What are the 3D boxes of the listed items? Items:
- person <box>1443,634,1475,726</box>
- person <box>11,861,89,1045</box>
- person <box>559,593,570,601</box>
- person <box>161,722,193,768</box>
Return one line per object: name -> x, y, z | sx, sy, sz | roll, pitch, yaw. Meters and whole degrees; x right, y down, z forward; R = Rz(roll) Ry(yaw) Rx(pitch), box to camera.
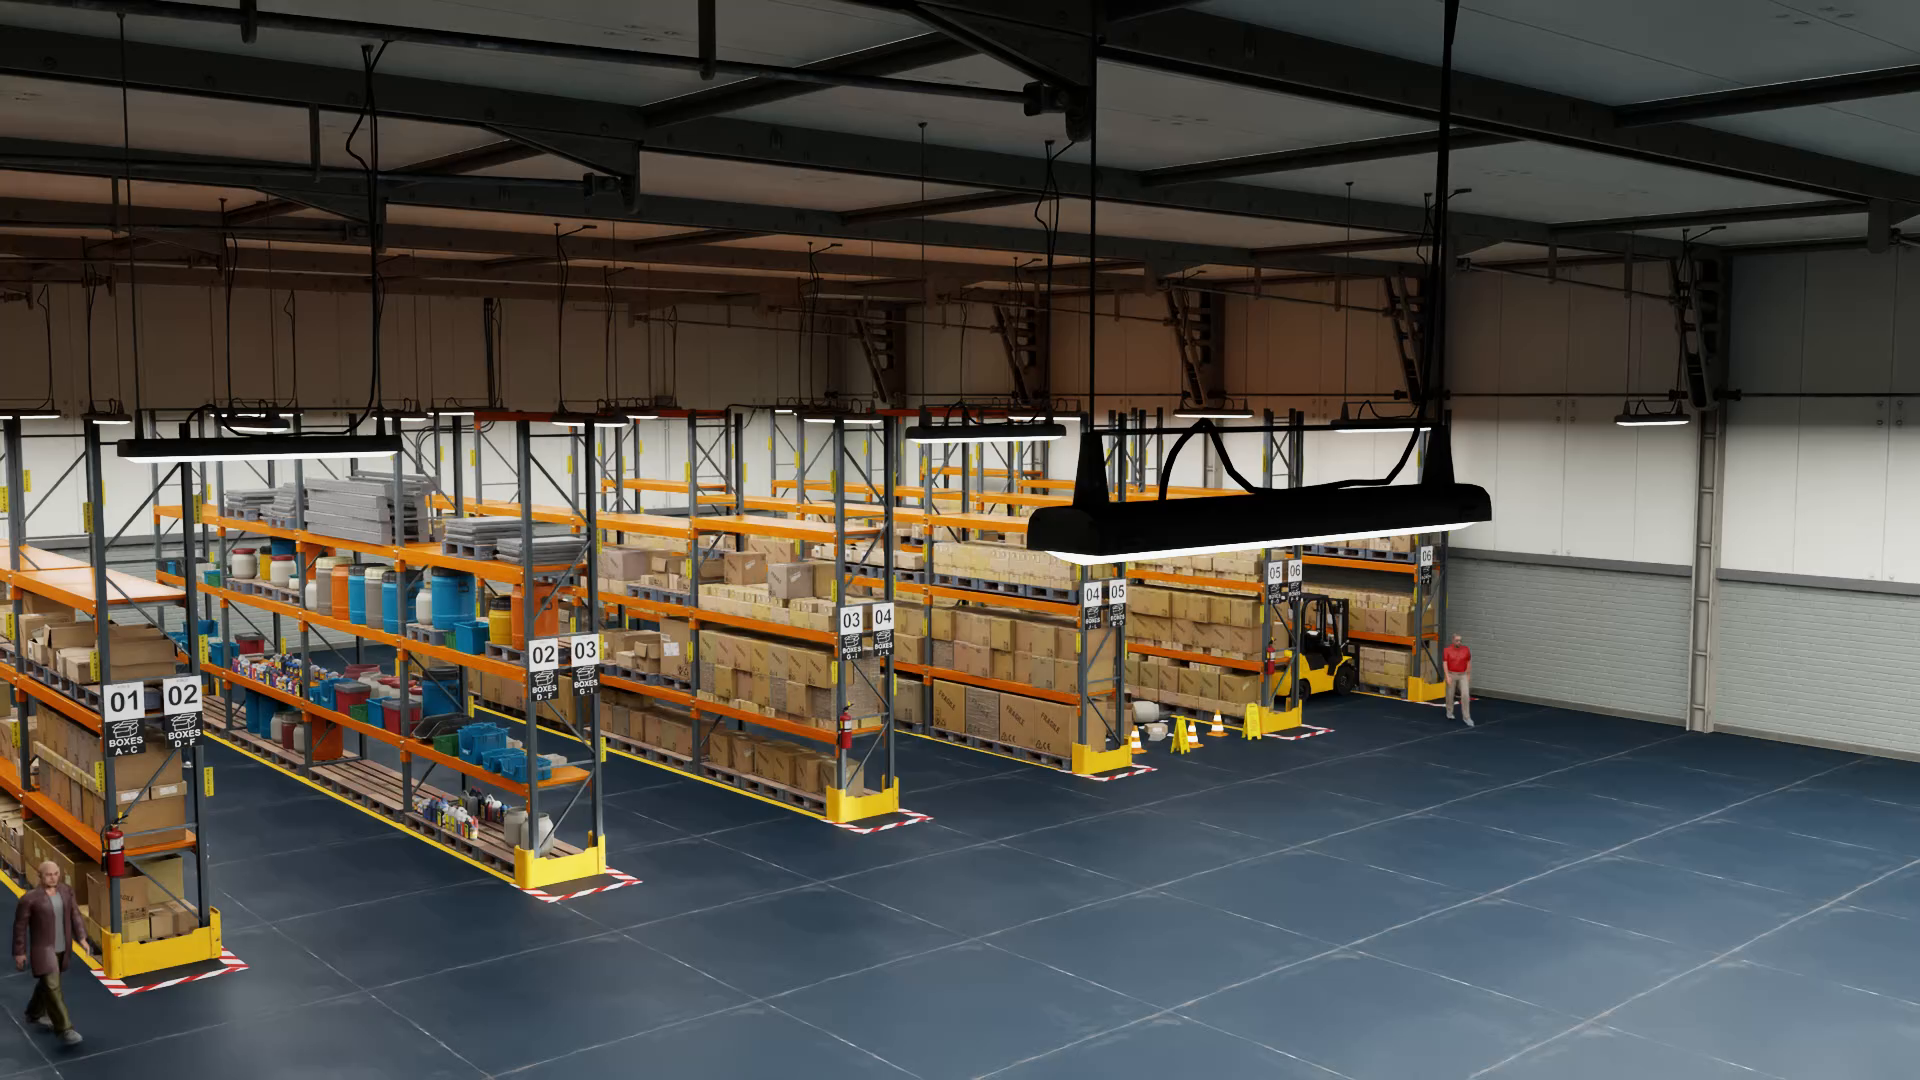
person -> 9.607, 2.658, 32.098 | 0.579, 1.706, 0.863 | 1, 5, 9
person -> -8.867, 4.008, 16.316 | 1.106, 1.729, 0.600 | 2, 5, 22
person -> -9.565, 1.979, 39.960 | 0.496, 1.669, 0.521 | 1, 5, 10
person -> -13.313, 3.083, 28.230 | 0.964, 1.520, 0.403 | 4, 6, 37
